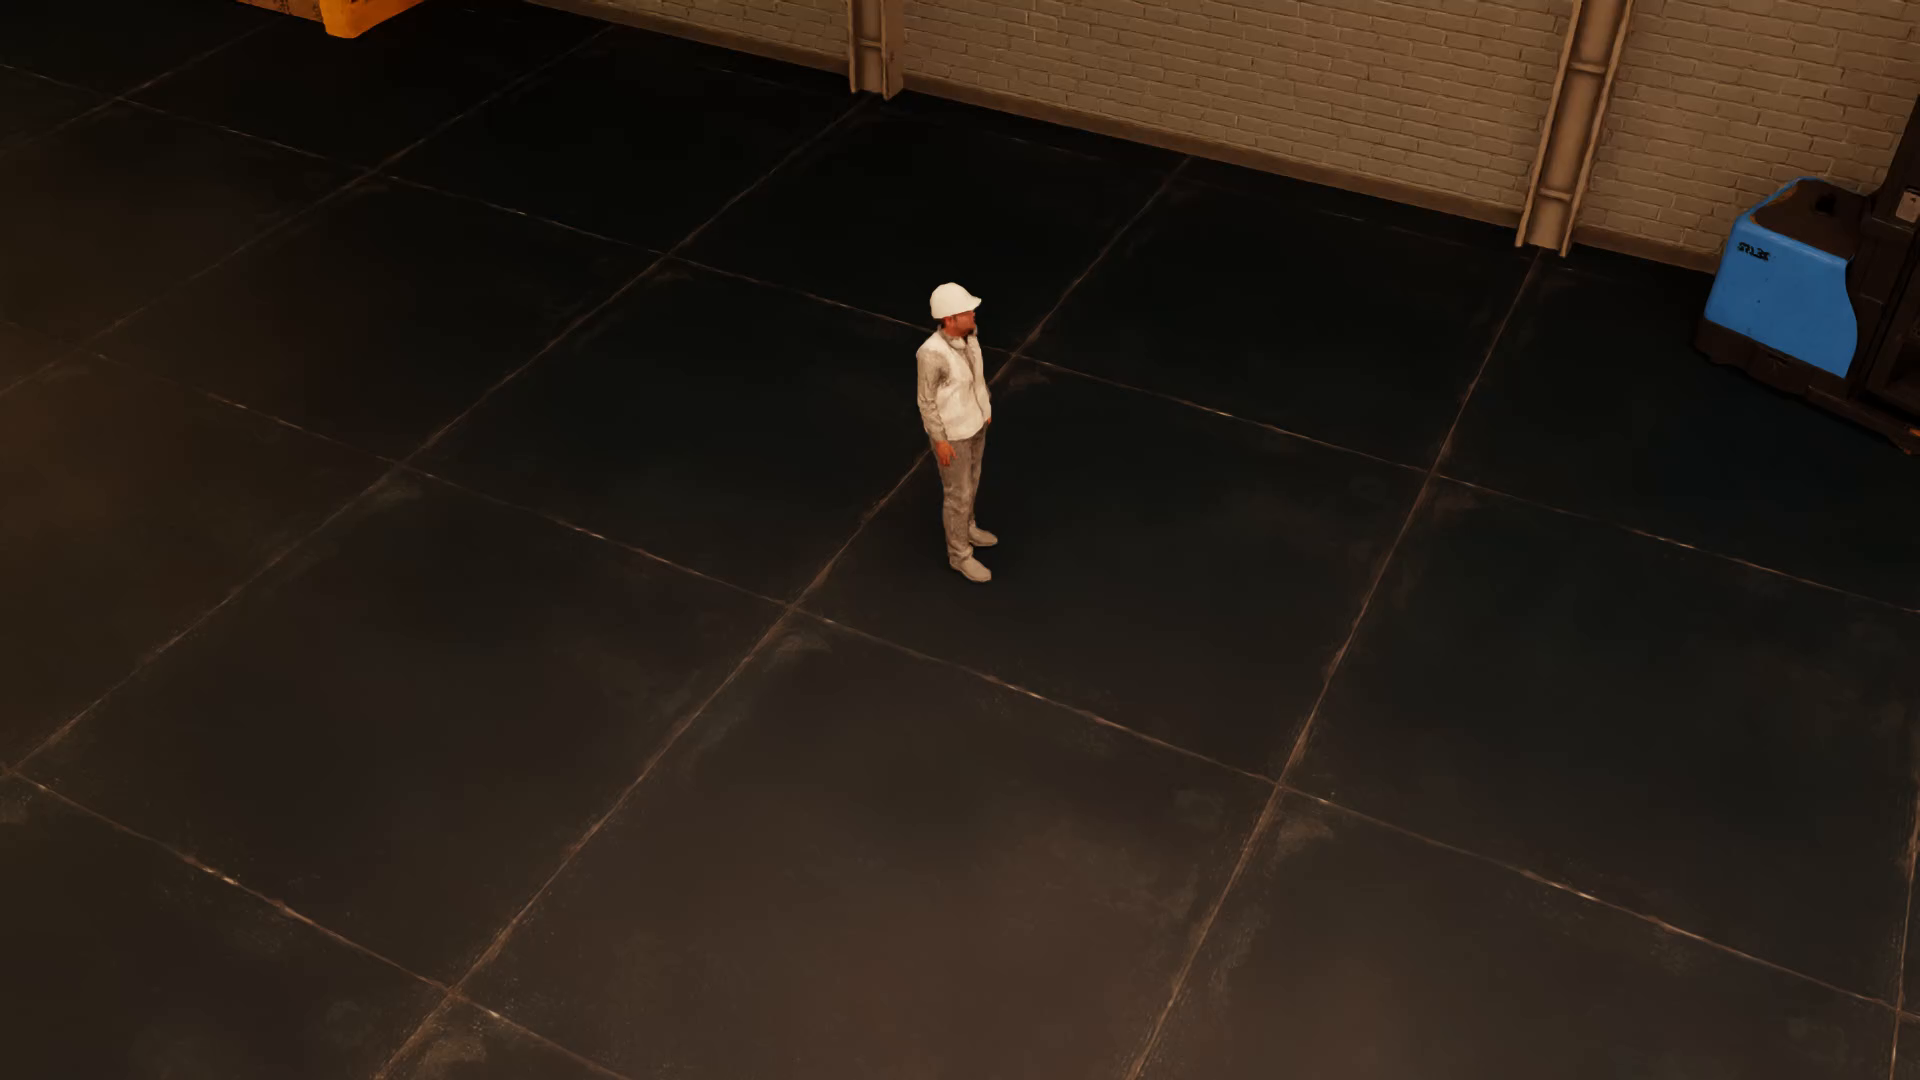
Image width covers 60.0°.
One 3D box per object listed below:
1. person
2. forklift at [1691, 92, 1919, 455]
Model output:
[{"bbox_3d":[0.052,-0.659,9.660,0.567,1.768,0.632,18,43,21],"label":"person"},{"bbox_3d":[6.560,-1.966,10.321,1.130,2.935,3.031,-31,49,-31],"label":"forklift"}]
